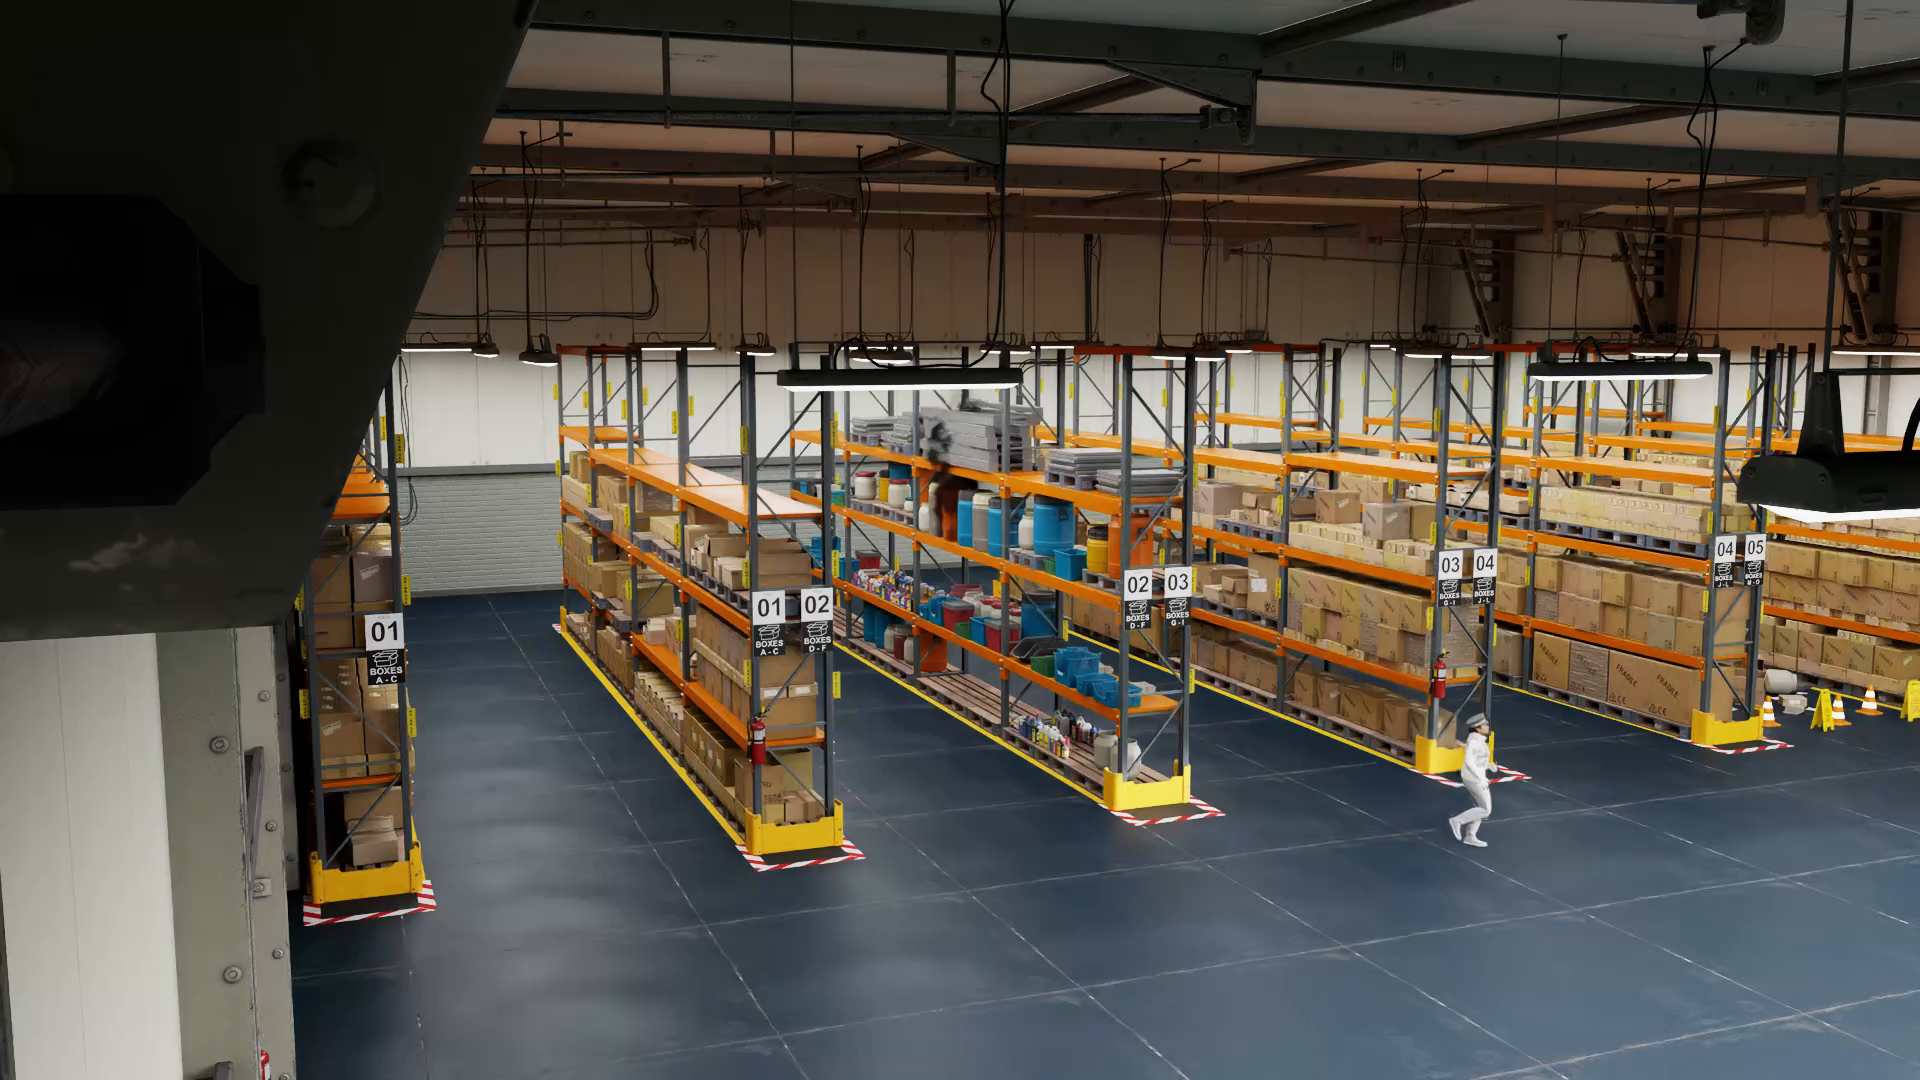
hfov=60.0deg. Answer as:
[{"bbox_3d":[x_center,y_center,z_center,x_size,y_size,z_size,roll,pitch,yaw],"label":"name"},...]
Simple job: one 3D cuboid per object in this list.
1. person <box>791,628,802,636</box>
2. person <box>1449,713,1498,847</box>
[{"bbox_3d":[-2.907,1.383,30.001,0.675,1.713,0.581,-5,9,-36],"label":"person"},{"bbox_3d":[6.310,2.936,20.418,0.587,1.664,0.610,1,7,10],"label":"person"}]
